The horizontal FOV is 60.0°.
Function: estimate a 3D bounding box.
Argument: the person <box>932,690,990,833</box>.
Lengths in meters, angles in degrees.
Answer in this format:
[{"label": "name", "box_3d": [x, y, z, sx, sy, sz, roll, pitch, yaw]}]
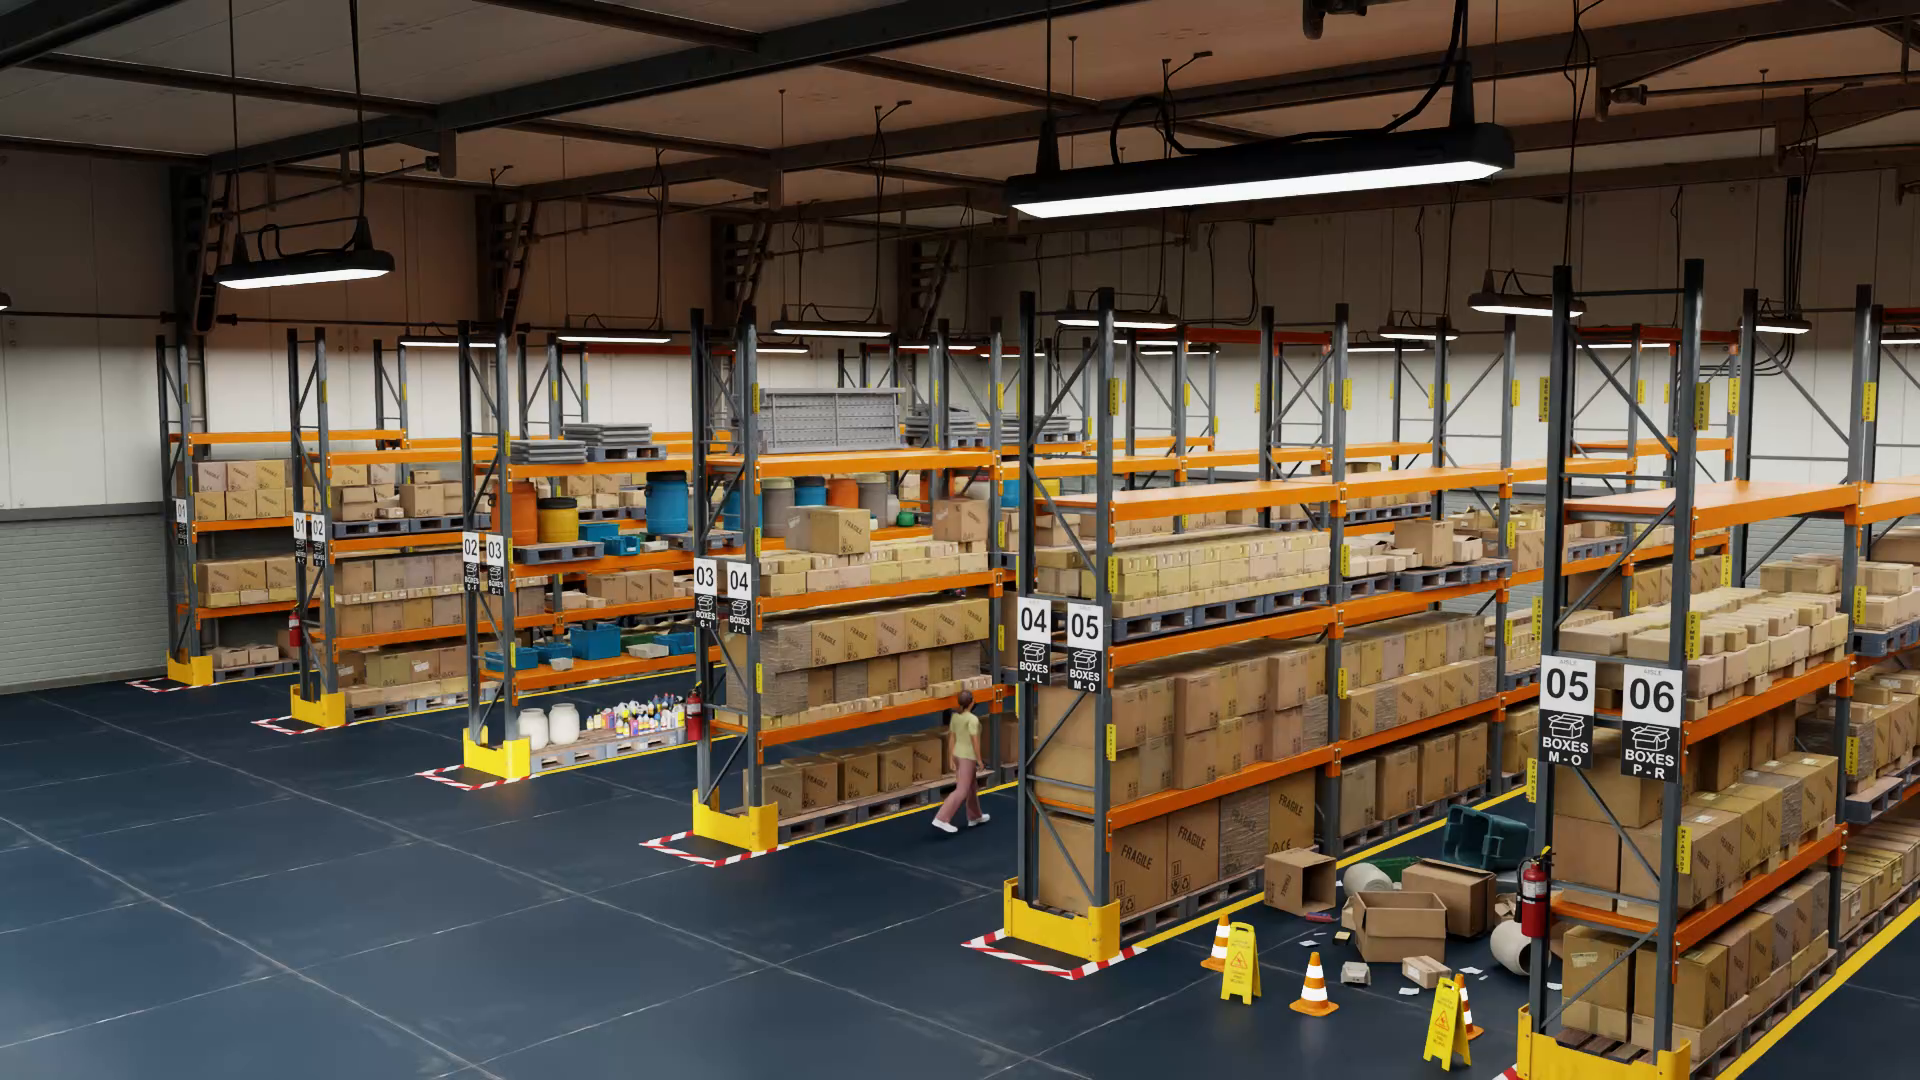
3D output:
[{"label": "person", "box_3d": [0.044, 2.542, 19.172, 0.918, 1.644, 0.502, -3, 6, -31]}]

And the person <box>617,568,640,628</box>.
[{"label": "person", "box_3d": [-6.470, 1.310, 32.616, 0.414, 1.562, 0.768, 5, 7, 40]}]
